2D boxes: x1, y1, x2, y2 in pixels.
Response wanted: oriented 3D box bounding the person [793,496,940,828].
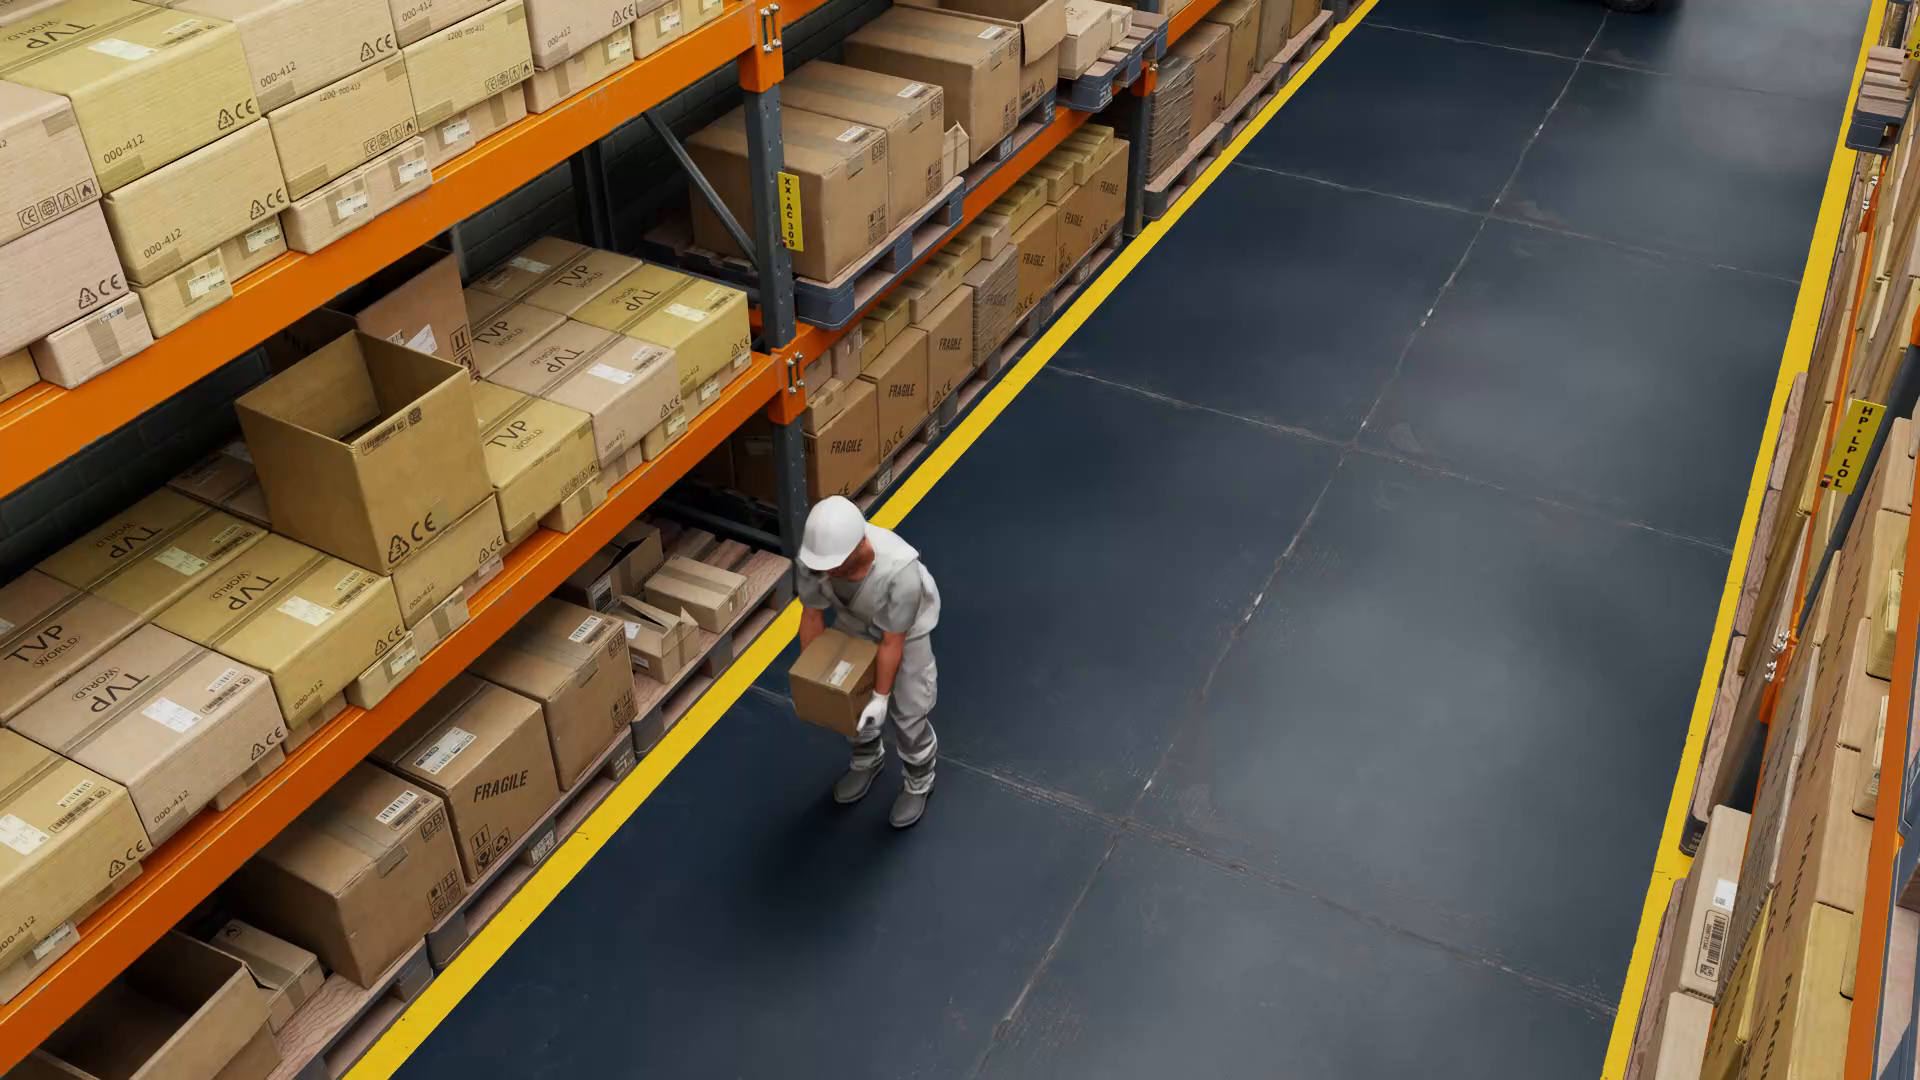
[{"bbox_3d":[-0.348,0.433,6.166,0.488,1.669,0.690,17,41,21],"label":"person"}]
